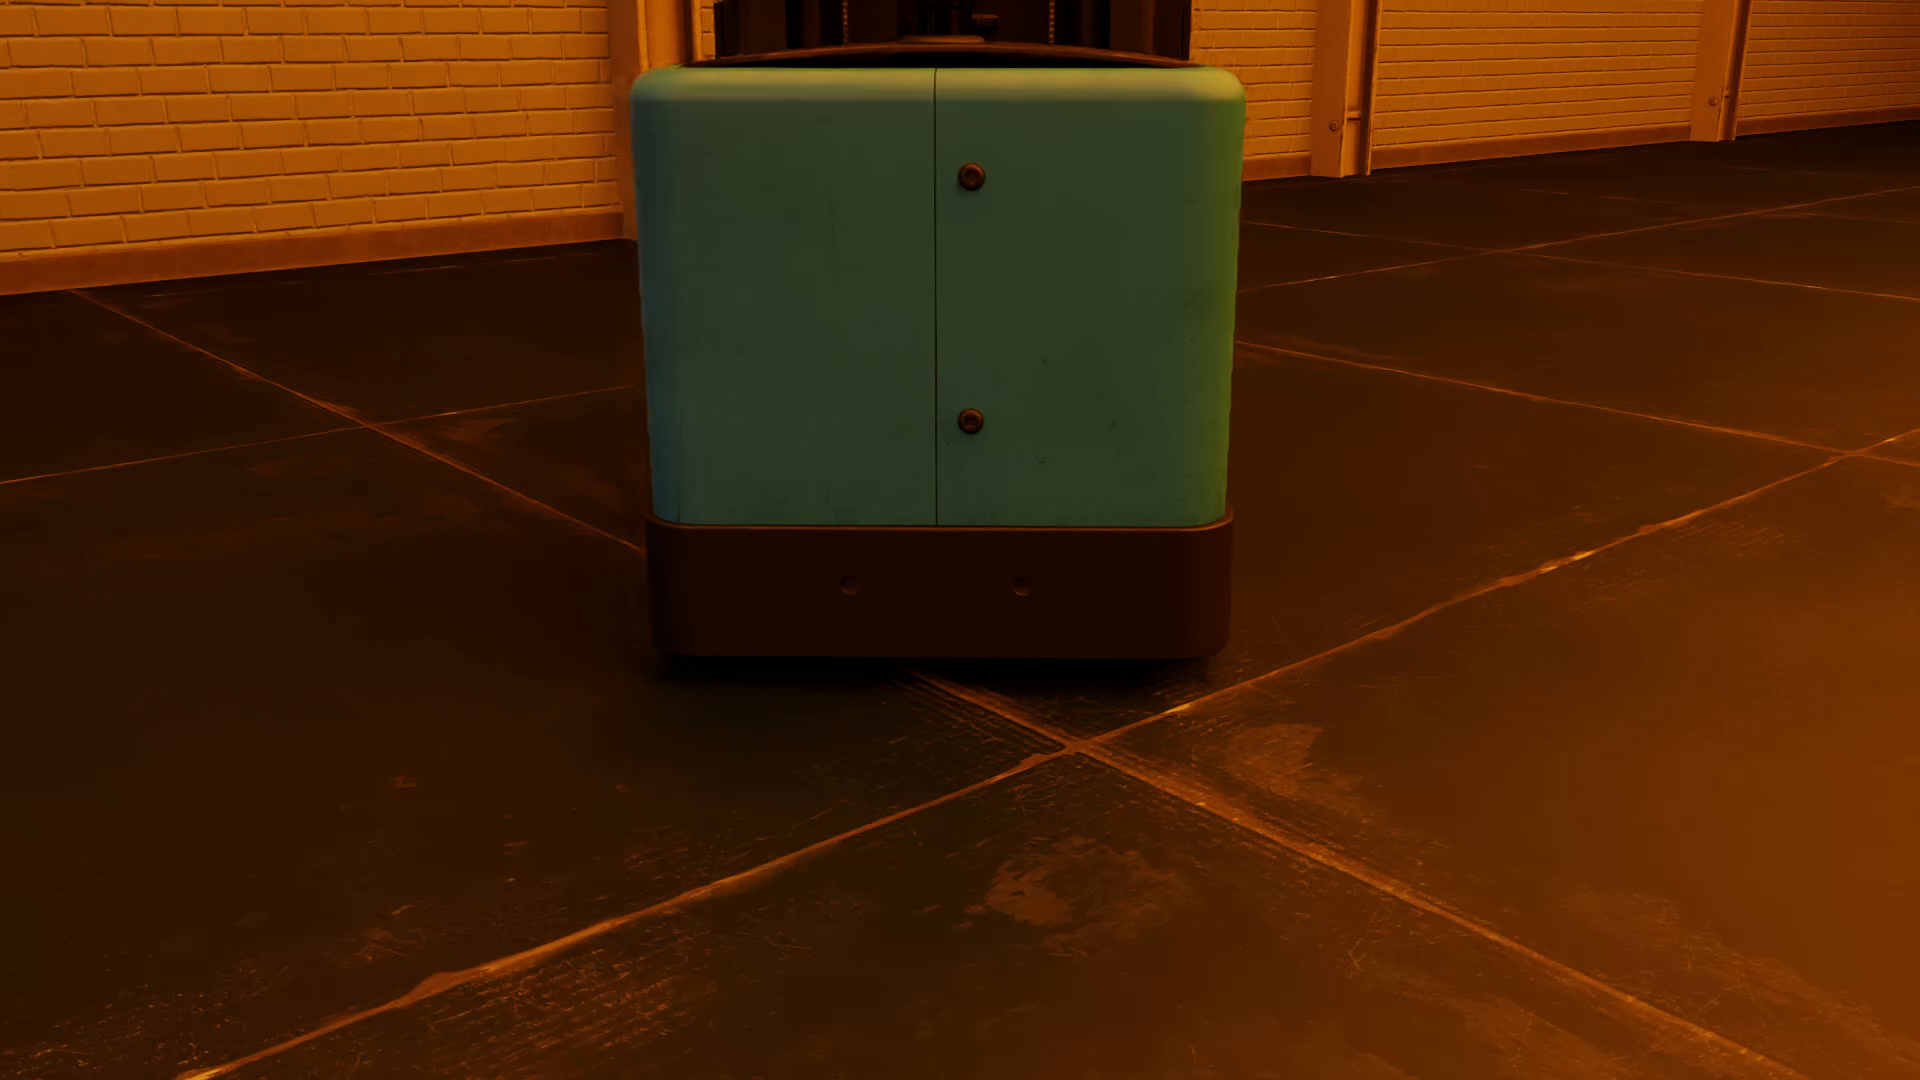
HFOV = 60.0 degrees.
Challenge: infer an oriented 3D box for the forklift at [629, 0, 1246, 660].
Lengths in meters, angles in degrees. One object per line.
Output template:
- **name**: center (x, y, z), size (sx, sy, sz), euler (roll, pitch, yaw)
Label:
- **forklift**: center (-0.013, -1.573, 3.968), size (1.130, 2.935, 3.031), euler (0, 17, 1)
